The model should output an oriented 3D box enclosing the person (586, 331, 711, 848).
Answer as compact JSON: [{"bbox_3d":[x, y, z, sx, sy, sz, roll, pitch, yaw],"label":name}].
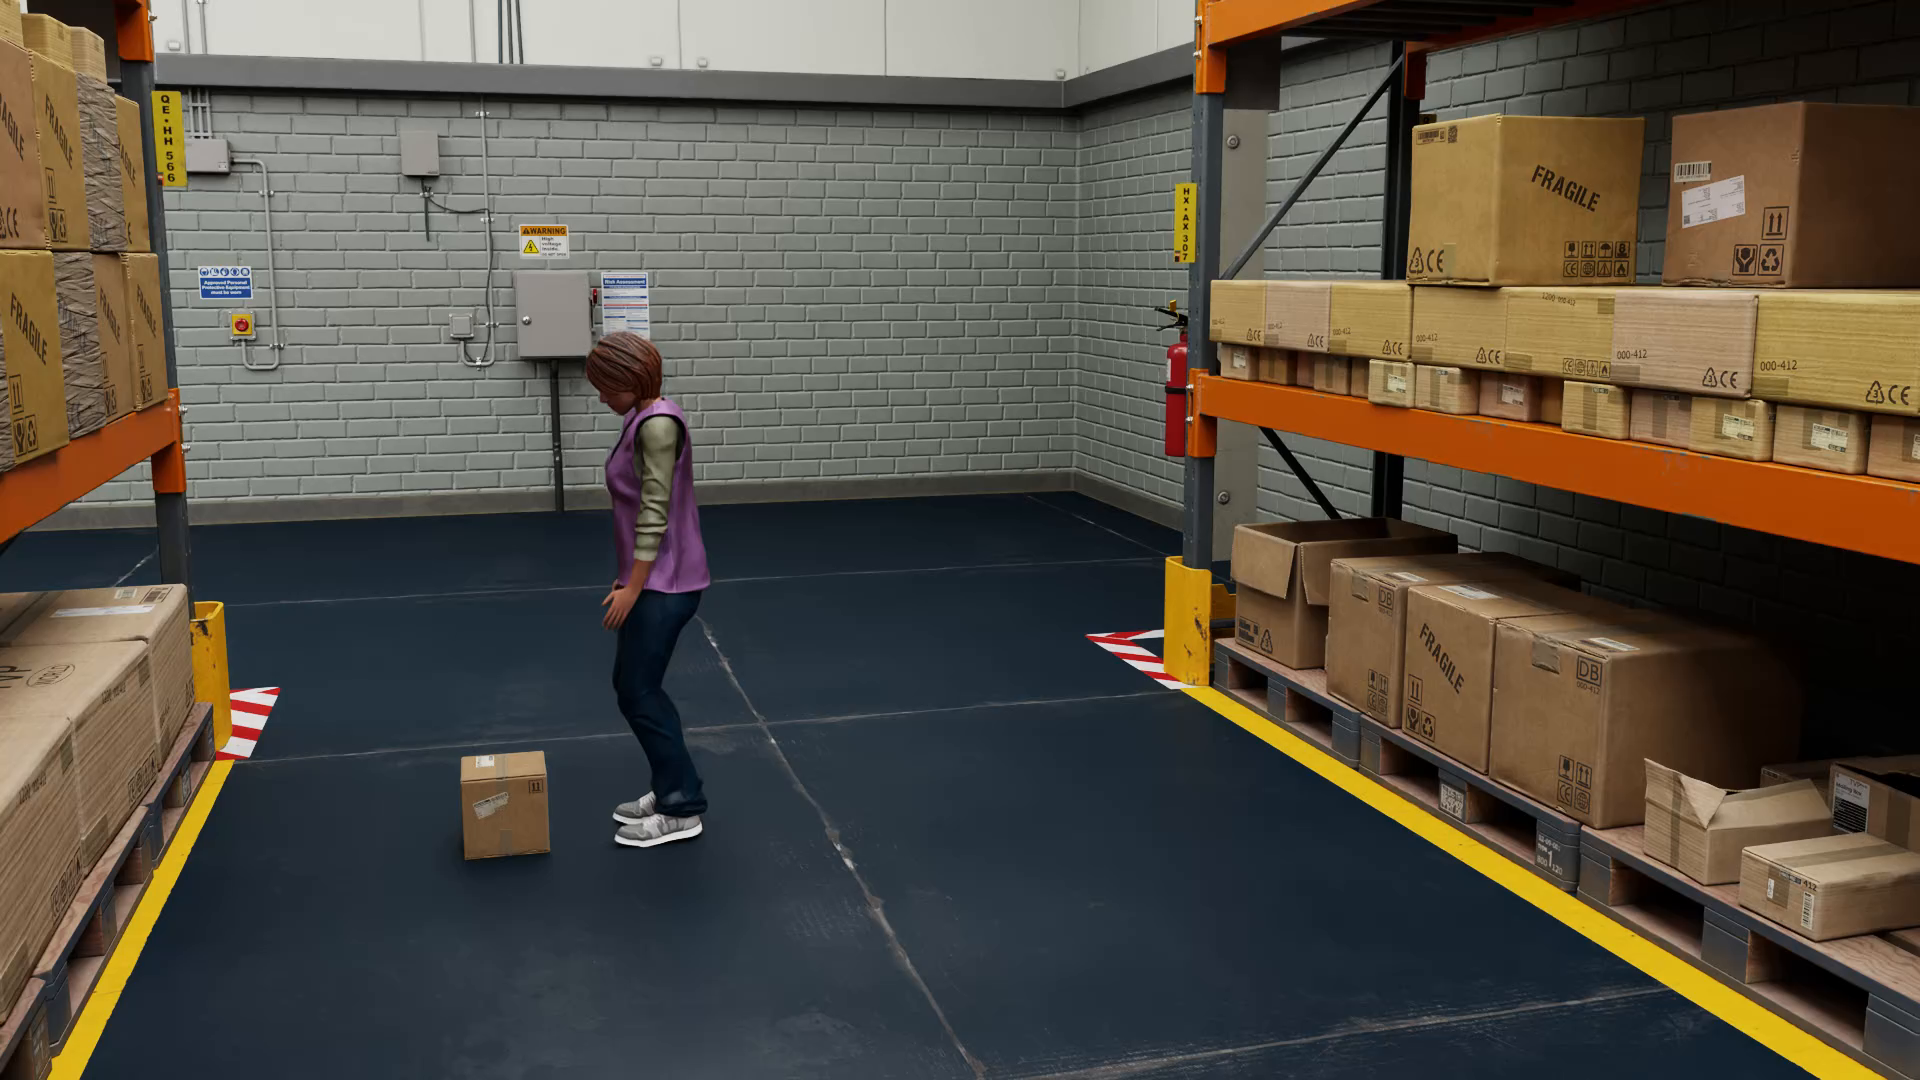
[{"bbox_3d":[-0.944,0.151,5.108,0.353,1.573,0.420,-2,10,-15],"label":"person"}]
